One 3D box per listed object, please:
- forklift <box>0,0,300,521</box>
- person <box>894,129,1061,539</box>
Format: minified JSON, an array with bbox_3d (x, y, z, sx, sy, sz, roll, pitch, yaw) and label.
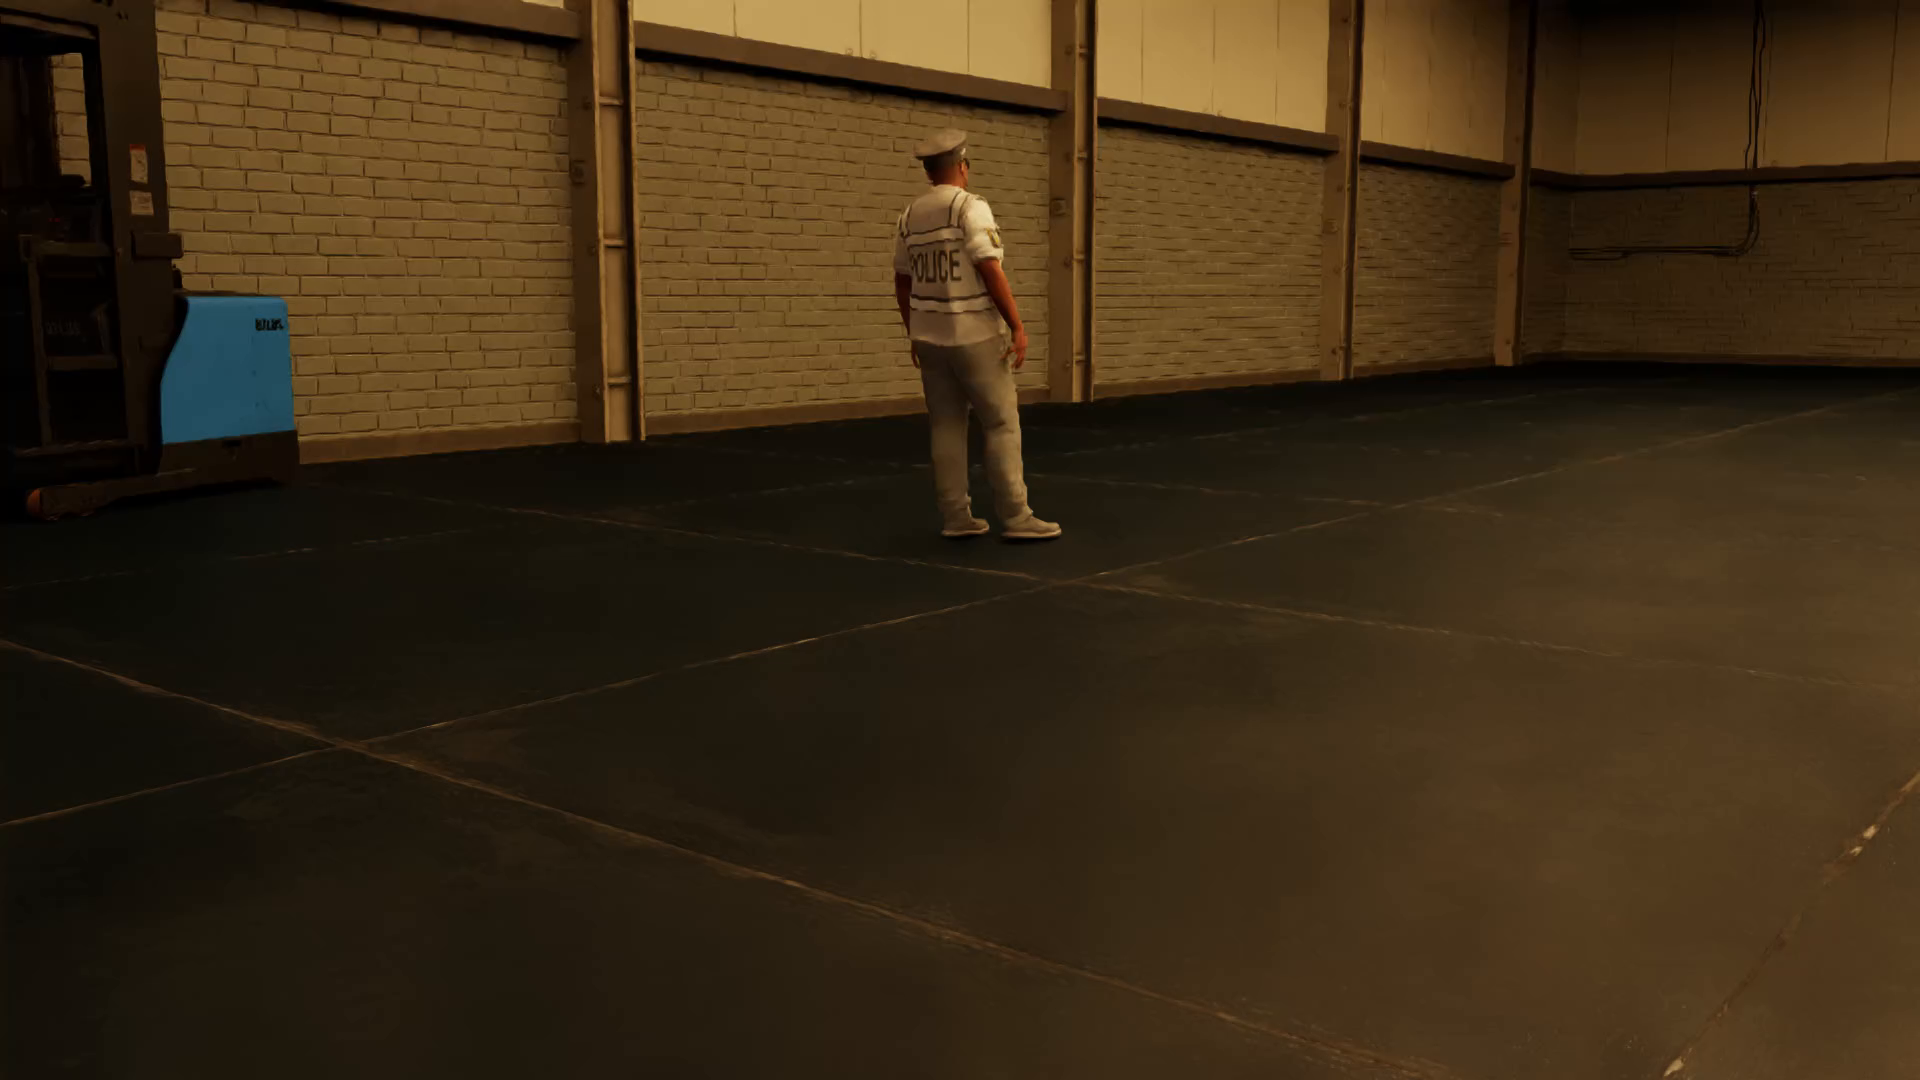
[{"bbox_3d":[-4.791,-1.605,8.252,1.130,2.935,3.031,3,9,19],"label":"forklift"},{"bbox_3d":[0.058,-0.897,7.327,0.640,1.781,0.574,7,11,38],"label":"person"}]
